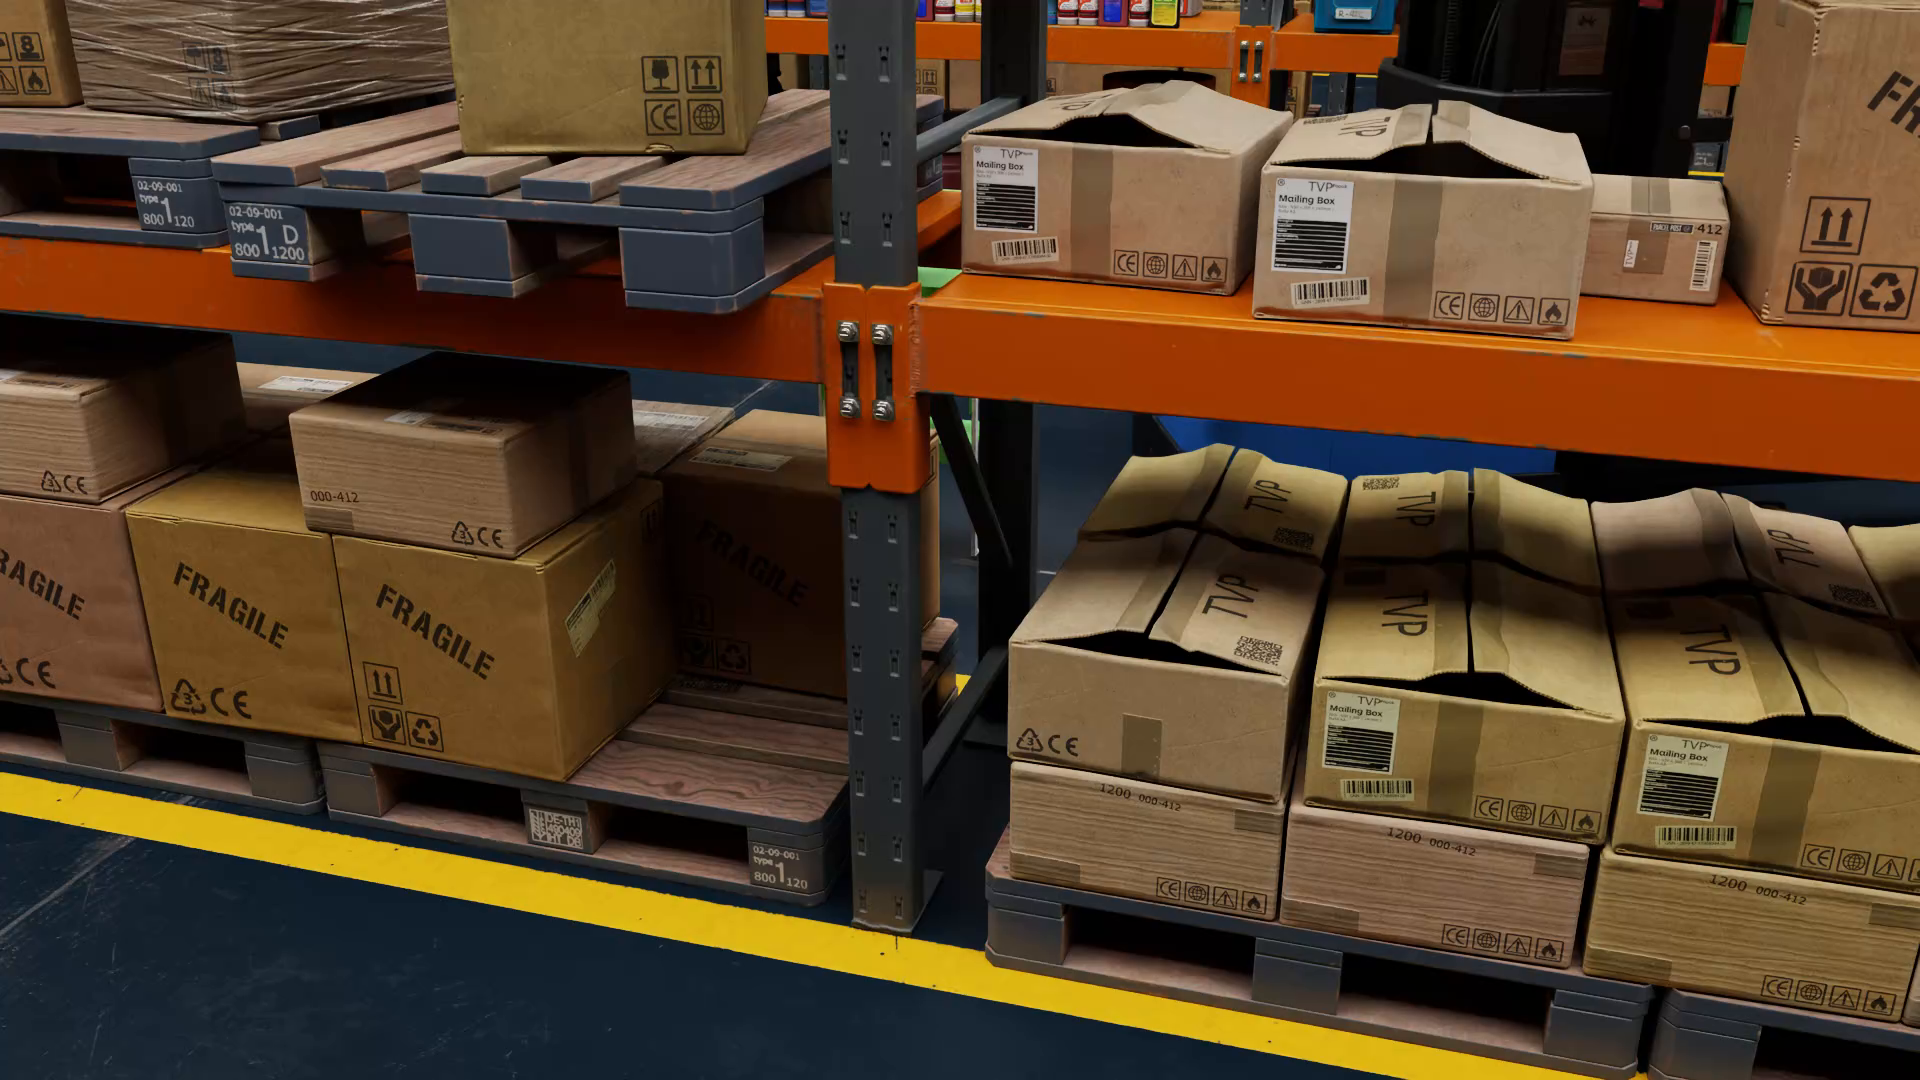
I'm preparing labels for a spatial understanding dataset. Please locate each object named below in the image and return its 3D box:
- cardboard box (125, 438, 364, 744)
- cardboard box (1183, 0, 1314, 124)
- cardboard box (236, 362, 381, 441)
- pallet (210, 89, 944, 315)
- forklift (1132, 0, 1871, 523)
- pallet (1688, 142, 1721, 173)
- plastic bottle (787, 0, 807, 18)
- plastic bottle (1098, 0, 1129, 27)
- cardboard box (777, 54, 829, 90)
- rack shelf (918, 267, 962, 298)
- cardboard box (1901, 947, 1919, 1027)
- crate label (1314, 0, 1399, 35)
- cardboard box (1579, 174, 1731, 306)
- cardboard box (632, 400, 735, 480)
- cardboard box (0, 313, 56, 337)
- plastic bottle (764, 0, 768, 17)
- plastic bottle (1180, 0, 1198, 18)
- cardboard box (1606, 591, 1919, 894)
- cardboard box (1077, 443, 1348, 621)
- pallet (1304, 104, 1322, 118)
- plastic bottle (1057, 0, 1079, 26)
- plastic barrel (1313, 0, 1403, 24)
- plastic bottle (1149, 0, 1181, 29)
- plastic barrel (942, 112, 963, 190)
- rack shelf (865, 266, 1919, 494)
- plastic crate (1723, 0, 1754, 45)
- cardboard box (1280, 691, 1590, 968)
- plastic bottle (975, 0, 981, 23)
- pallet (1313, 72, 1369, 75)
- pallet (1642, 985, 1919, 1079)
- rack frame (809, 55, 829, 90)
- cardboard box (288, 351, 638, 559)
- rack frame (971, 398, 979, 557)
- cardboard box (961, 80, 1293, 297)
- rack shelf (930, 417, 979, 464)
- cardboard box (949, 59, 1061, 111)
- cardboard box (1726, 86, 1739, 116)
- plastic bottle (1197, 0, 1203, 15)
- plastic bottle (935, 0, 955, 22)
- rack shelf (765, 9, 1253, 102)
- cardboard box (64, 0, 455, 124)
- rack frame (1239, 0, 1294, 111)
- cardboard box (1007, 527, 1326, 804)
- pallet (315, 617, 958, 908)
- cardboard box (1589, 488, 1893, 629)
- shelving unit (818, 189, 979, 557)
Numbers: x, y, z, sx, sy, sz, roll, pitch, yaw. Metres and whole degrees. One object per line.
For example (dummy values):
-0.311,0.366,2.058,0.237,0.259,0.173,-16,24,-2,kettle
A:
-1.473,0.100,3.789,0.500,0.500,0.500,6,23,14,cardboard box
2.196,-3.673,12.517,0.875,0.875,1.225,5,23,13,cardboard box
-1.850,-0.148,4.391,0.500,0.500,0.500,6,23,14,cardboard box
-0.683,-0.739,3.373,1.003,0.211,1.213,7,23,16,pallet
2.152,-1.482,5.022,3.031,2.935,1.130,-3,22,-6,forklift
4.763,-2.867,11.982,1.213,0.211,1.003,7,23,16,pallet
-0.771,-2.608,7.845,0.097,0.271,0.097,0,22,0,plastic bottle
0.689,-2.439,7.418,0.133,0.283,0.061,7,23,16,plastic bottle
-1.587,-4.129,13.630,0.875,0.875,0.875,7,23,16,cardboard box
-0.158,-0.736,5.020,0.480,0.148,0.258,7,23,15,rack shelf
1.874,0.629,2.855,0.500,0.250,0.500,7,23,17,cardboard box
1.715,-2.319,7.191,0.416,0.233,0.303,7,23,16,crate label
1.223,-0.544,2.974,0.250,0.149,0.380,8,24,19,cardboard box
-0.870,-0.035,4.118,0.500,0.500,0.500,6,23,14,cardboard box
-2.493,-0.361,3.922,0.500,0.250,0.500,7,23,16,cardboard box
-0.968,-2.644,7.926,0.135,0.276,0.152,7,23,16,plastic bottle
1.055,-2.631,7.894,0.135,0.276,0.152,7,23,16,plastic bottle
1.395,0.315,2.882,0.500,0.311,0.500,6,23,14,cardboard box
0.559,0.007,3.631,0.500,0.311,0.500,7,23,17,cardboard box
2.118,-3.202,12.797,1.213,0.211,1.003,7,23,16,pallet
0.490,-2.431,7.506,0.097,0.201,0.097,0,22,0,plastic bottle
1.952,-2.701,7.722,0.708,0.536,0.600,7,23,16,plastic barrel
0.910,-2.414,7.356,0.133,0.283,0.061,7,23,16,plastic bottle
-0.134,-1.828,8.399,0.708,0.588,0.600,7,23,16,plastic barrel
1.901,-0.227,2.819,4.000,0.370,1.077,7,23,16,rack shelf
3.501,-2.130,6.790,0.662,0.188,0.450,7,23,16,plastic crate
0.884,0.518,3.126,0.500,0.250,0.500,6,23,14,cardboard box
0.118,-2.474,7.610,0.097,0.201,0.097,0,22,0,plastic bottle
3.633,-4.965,17.096,1.213,0.211,1.003,7,23,16,pallet
1.927,0.750,3.164,1.213,0.211,1.003,7,23,16,pallet
-0.978,-4.817,13.060,0.127,3.000,1.000,7,23,16,rack frame
-1.032,-0.195,3.519,0.500,0.250,0.500,7,23,18,cardboard box
0.075,-0.547,5.021,0.015,1.200,0.240,7,23,15,rack frame
0.322,-0.682,3.098,0.500,0.311,0.500,8,24,19,cardboard box
-0.158,-0.292,5.202,0.480,0.148,0.258,7,23,15,rack shelf
0.496,-3.867,12.992,0.875,0.875,1.225,6,23,14,cardboard box
5.648,-3.121,11.640,0.500,0.500,0.700,6,23,15,cardboard box
1.099,-2.686,8.029,0.135,0.276,0.152,7,23,16,plastic bottle
-0.069,-2.495,7.662,0.097,0.201,0.097,0,22,0,plastic bottle
-0.494,-2.465,8.275,4.000,0.370,1.077,7,23,16,rack shelf
-1.470,-1.218,3.601,0.500,0.500,0.700,11,25,25,cardboard box
1.420,-2.579,7.604,0.127,3.000,1.000,7,23,16,rack frame
0.402,0.203,3.153,0.500,0.311,0.500,7,23,17,cardboard box
-0.718,0.415,3.979,1.213,0.211,1.003,7,23,16,pallet
1.540,0.118,3.361,0.500,0.311,0.500,6,23,15,cardboard box
-0.158,-0.573,5.087,0.503,1.200,0.258,7,23,15,shelving unit
